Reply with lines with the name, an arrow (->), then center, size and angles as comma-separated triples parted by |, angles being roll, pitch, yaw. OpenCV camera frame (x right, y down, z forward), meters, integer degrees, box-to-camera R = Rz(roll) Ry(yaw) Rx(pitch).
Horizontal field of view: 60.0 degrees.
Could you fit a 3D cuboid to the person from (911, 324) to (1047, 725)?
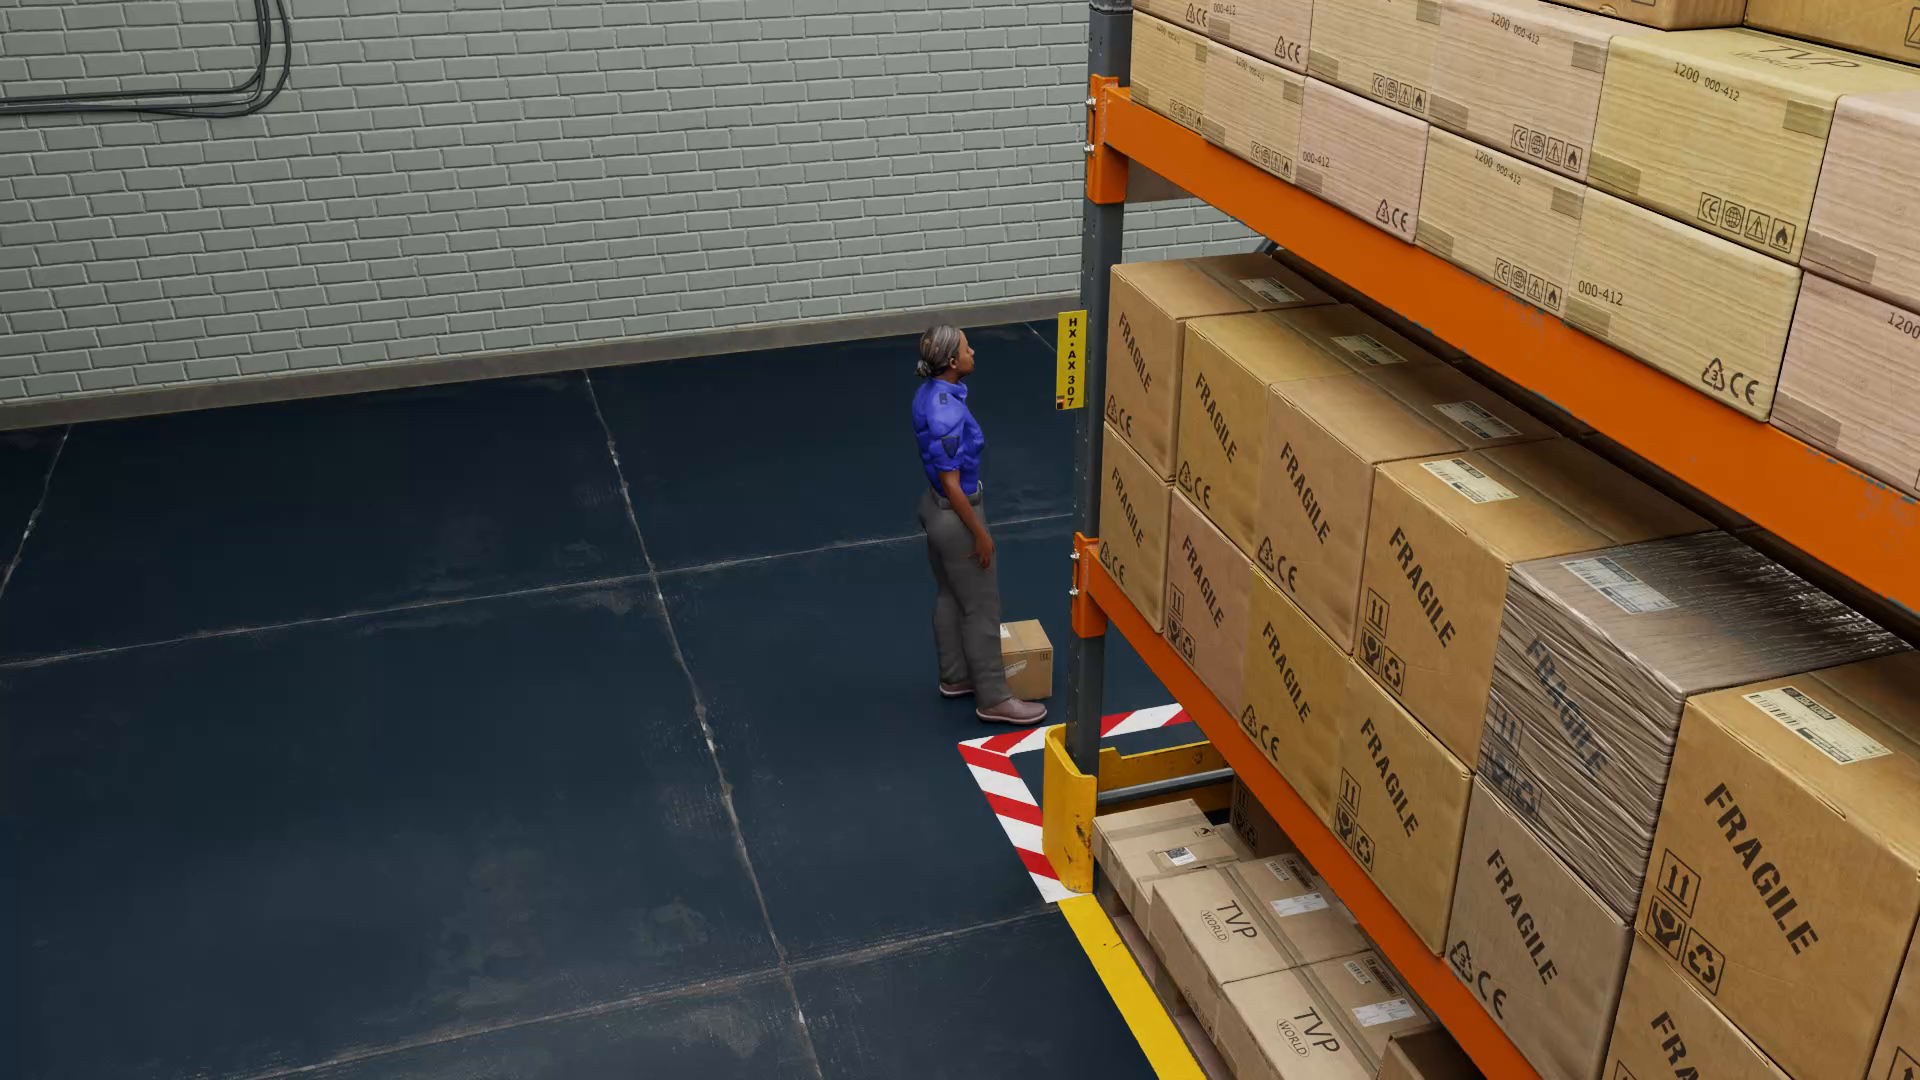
person -> 0.073, -0.079, 6.761 | 0.494, 1.654, 0.570 | -6, 27, -11
